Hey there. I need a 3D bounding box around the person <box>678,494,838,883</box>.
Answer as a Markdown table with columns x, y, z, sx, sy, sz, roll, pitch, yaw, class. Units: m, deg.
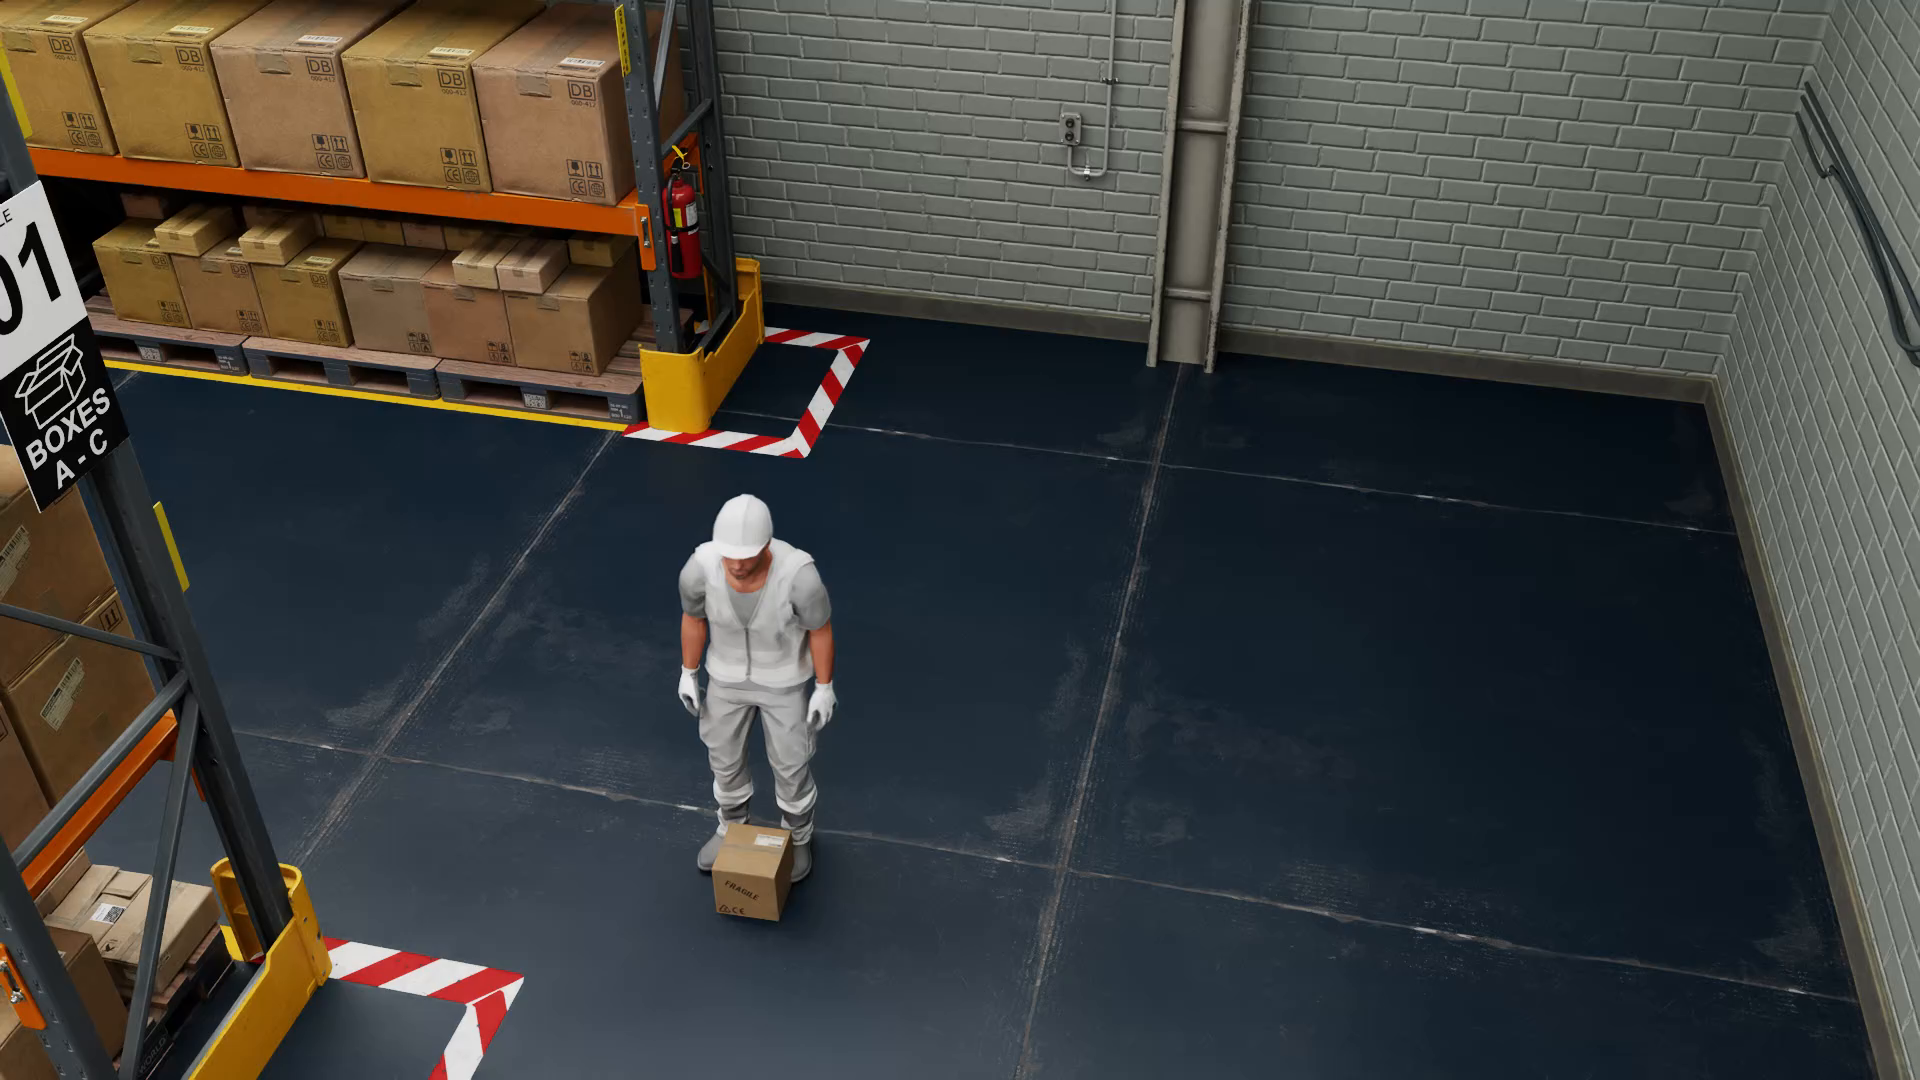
| x | y | z | sx | sy | sz | roll | pitch | yaw | class |
| --- | --- | --- | --- | --- | --- | --- | --- | --- | --- |
| -0.759 | 0.546 | 6.211 | 0.609 | 1.777 | 0.453 | 6 | 37 | 8 | person |
